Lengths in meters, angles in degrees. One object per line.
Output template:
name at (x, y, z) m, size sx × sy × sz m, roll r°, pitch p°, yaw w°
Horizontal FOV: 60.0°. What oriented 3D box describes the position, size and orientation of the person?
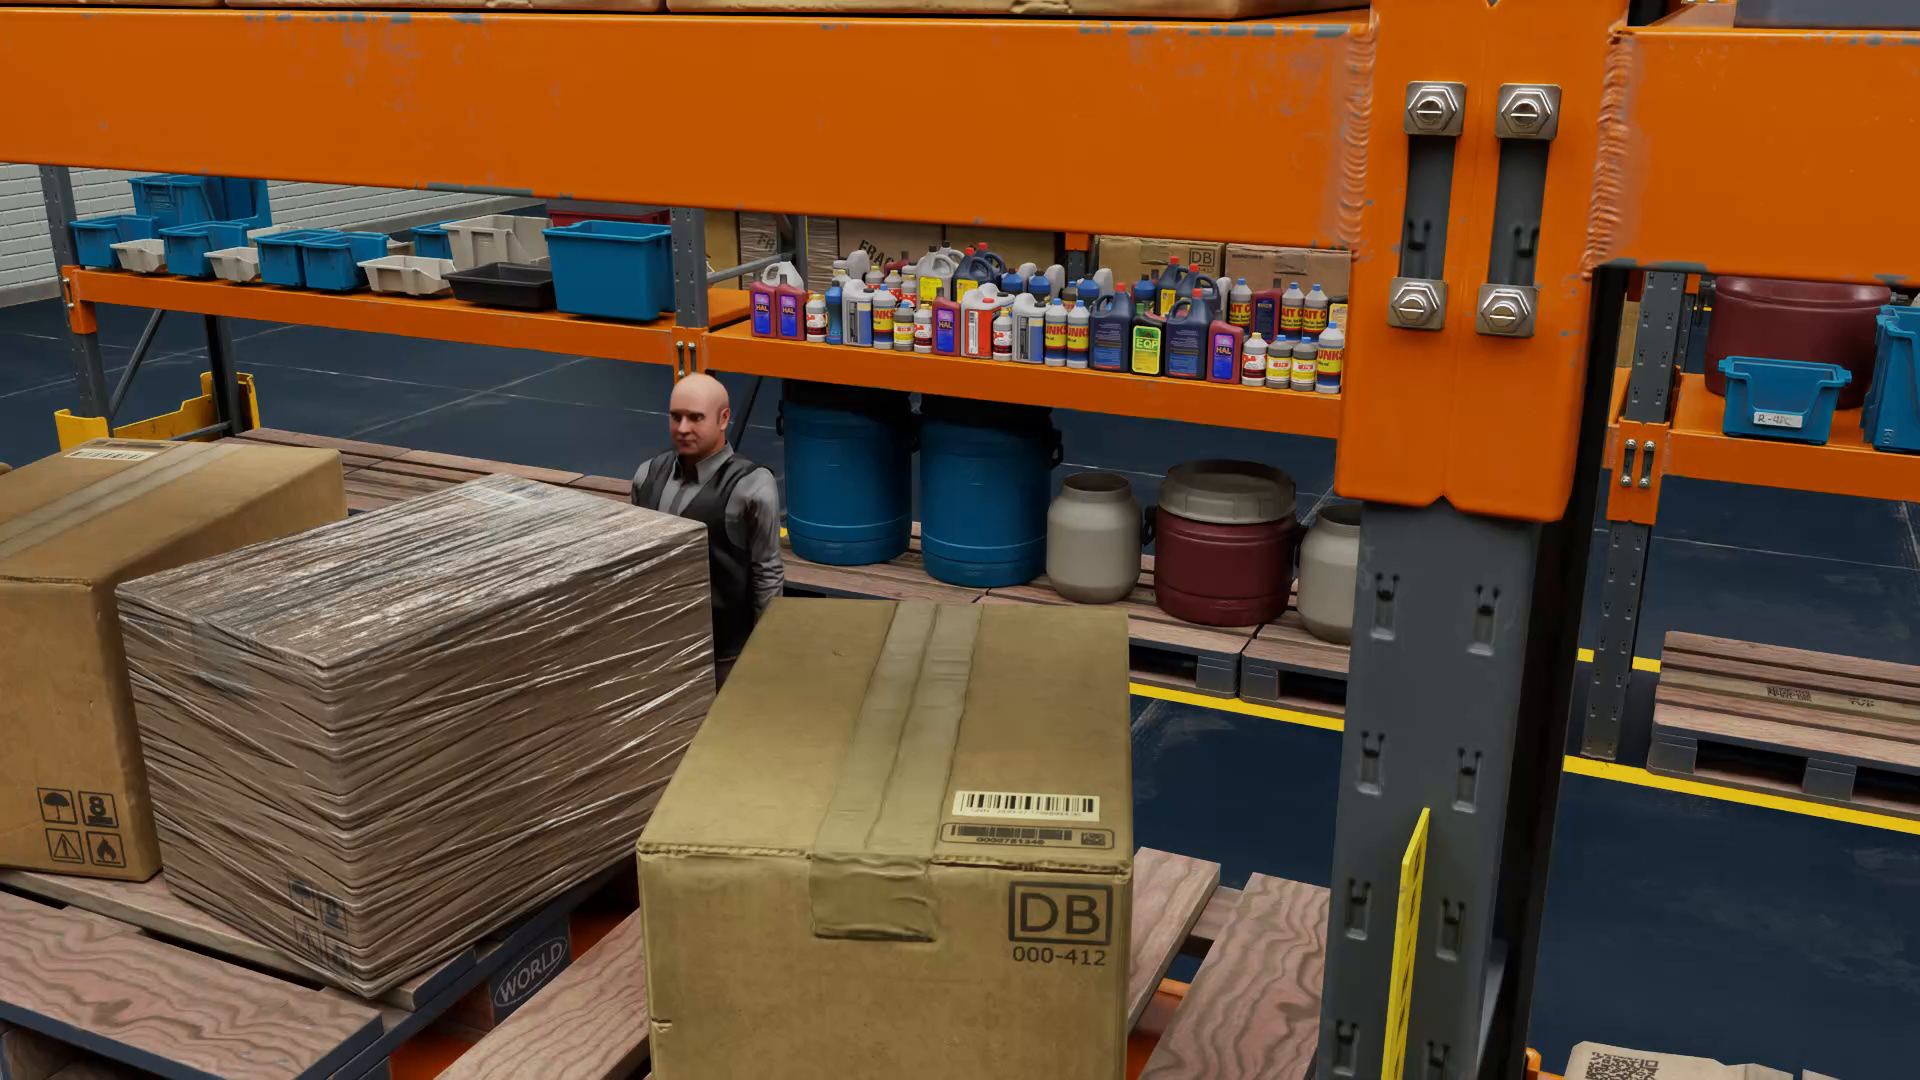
person at (-0.787, 0.344, 5.153) m, size 0.531 × 1.740 × 0.361 m, roll 9°, pitch 21°, yaw 24°
